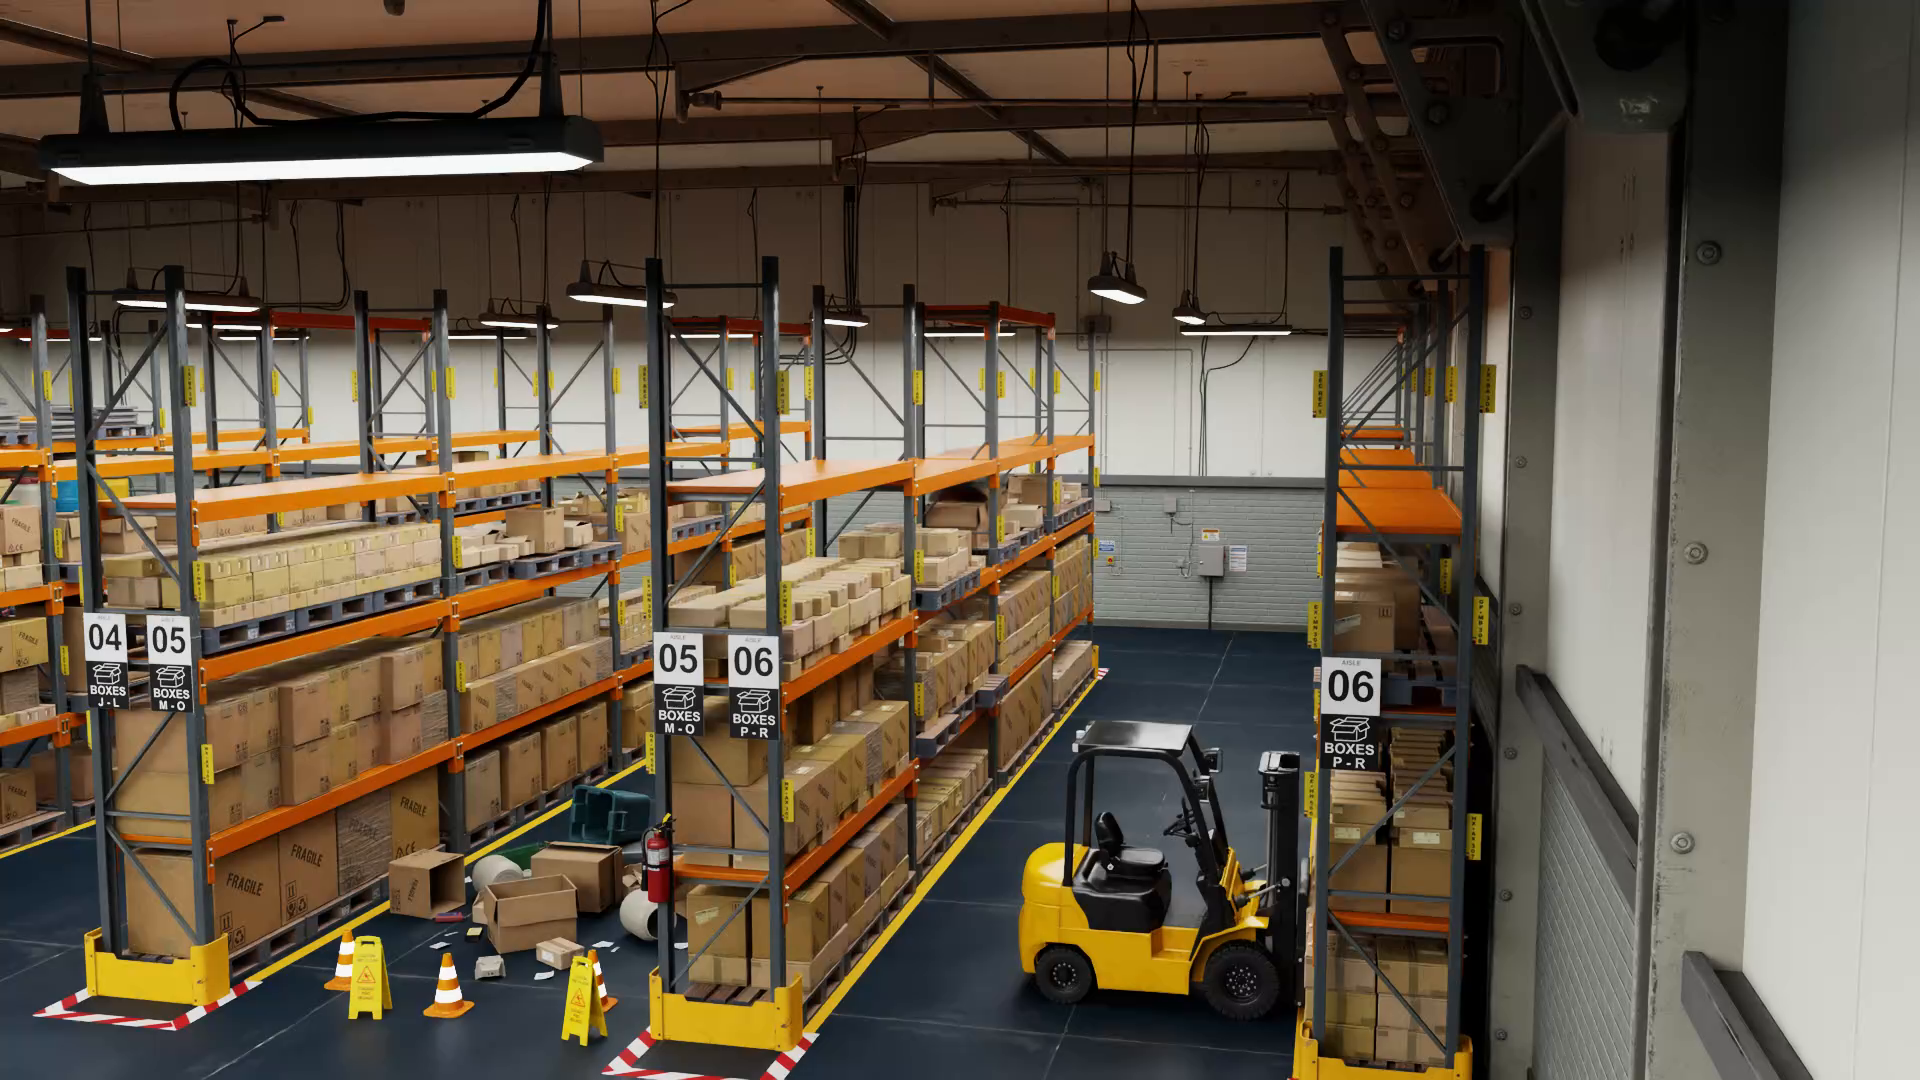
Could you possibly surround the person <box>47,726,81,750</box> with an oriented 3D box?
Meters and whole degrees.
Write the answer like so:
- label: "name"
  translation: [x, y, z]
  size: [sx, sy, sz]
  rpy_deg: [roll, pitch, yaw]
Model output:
- label: "person"
  translation: [-12.386, 2.035, 22.768]
  size: [0.647, 1.687, 0.467]
  rpy_deg: [-5, 8, -41]
